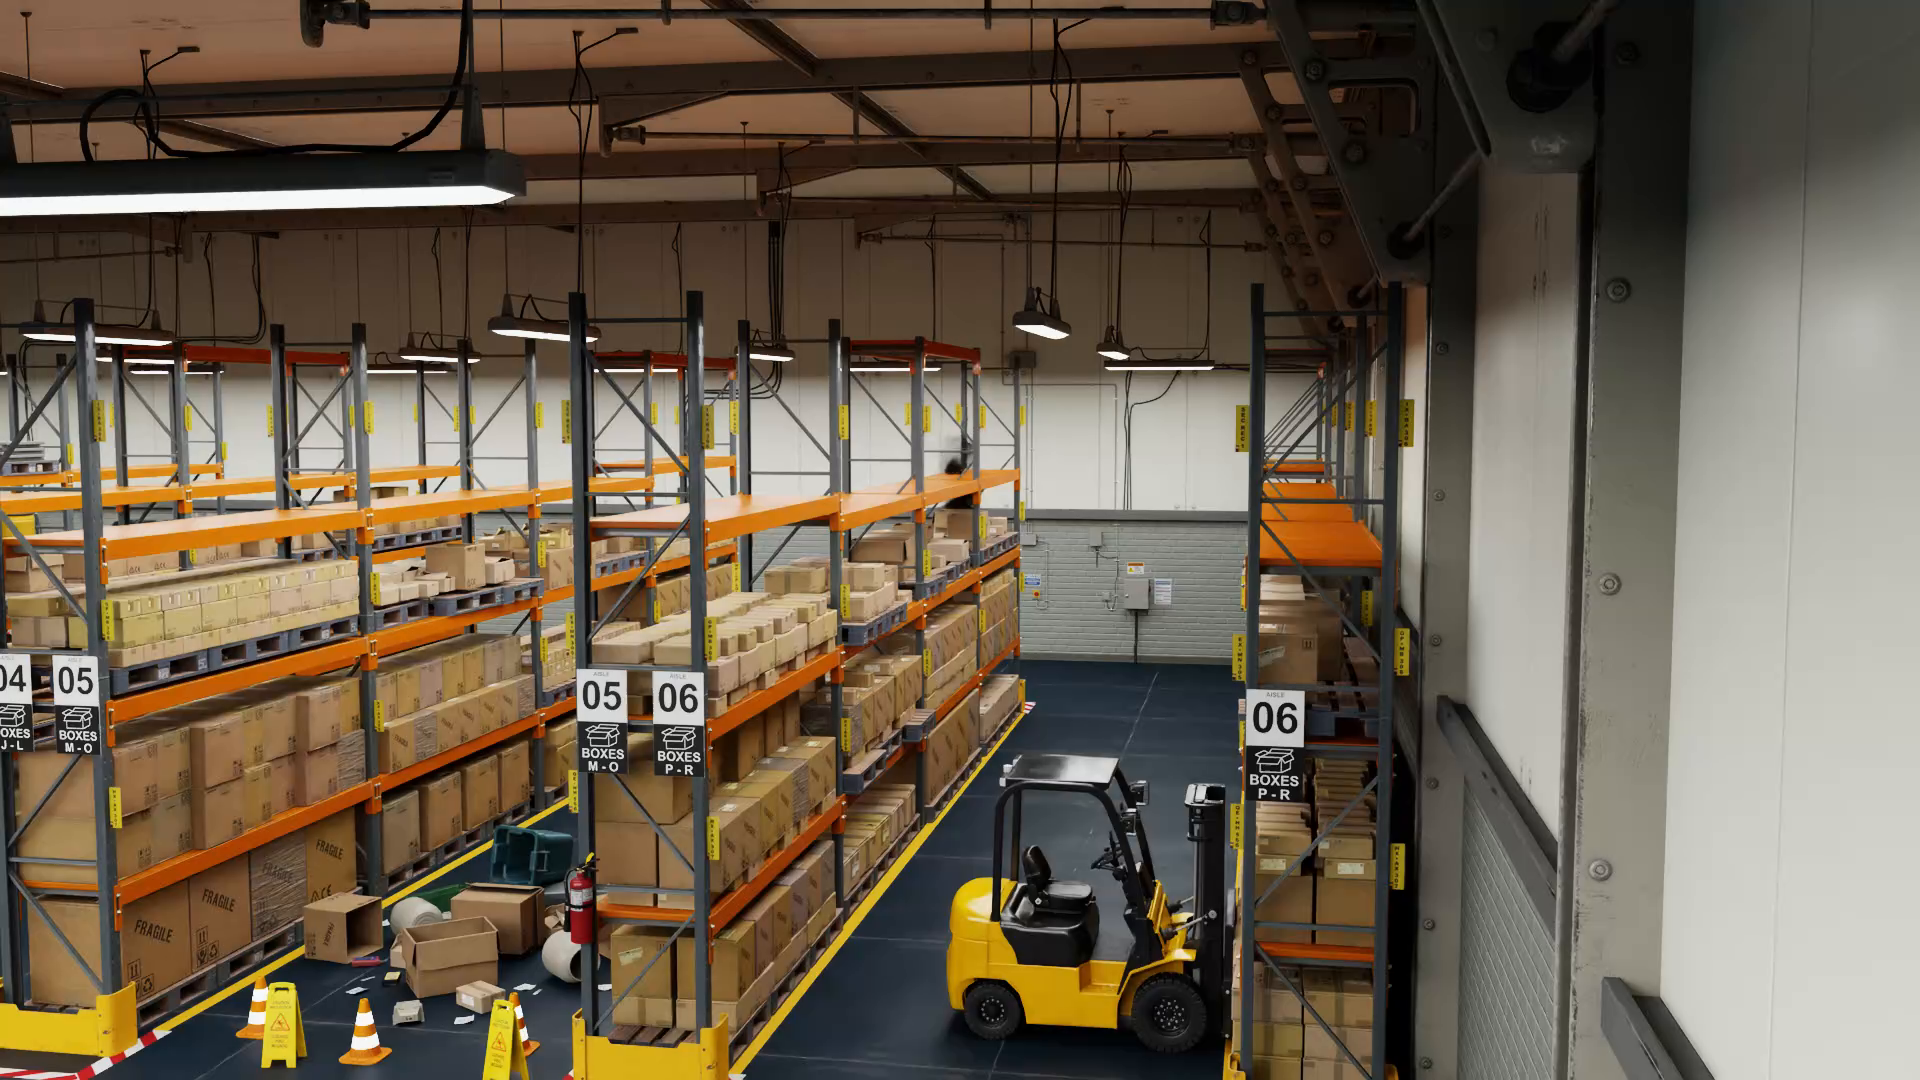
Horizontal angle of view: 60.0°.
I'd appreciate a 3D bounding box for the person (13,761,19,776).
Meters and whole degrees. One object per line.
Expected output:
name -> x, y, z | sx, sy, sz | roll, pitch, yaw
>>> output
person -> -12.355, 2.615, 21.469 | 0.707, 1.648, 1.049 | 1, 5, 8
